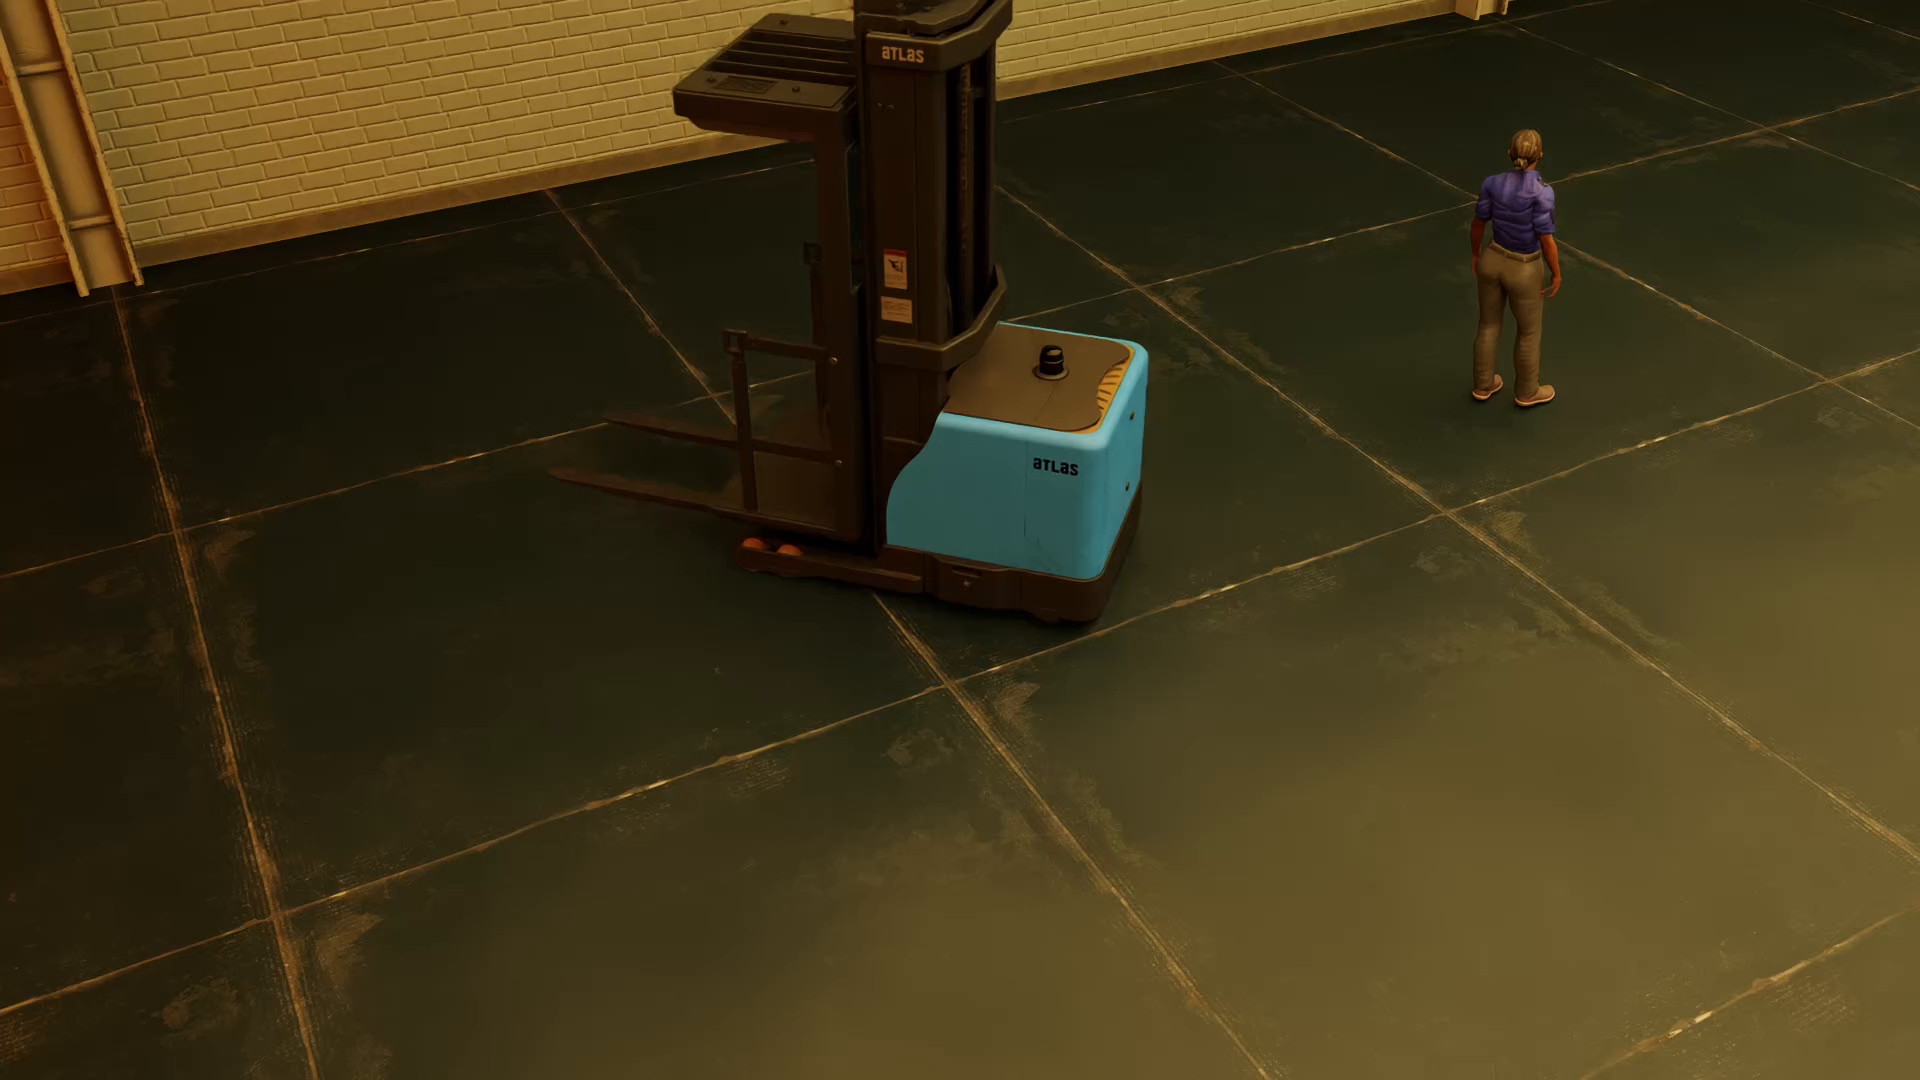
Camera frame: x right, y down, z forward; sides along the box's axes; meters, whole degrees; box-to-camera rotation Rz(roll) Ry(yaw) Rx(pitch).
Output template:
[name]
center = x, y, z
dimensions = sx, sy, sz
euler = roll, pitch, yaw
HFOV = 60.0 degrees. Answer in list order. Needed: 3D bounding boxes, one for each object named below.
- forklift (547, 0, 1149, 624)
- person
[forklift]
center = -0.635, -1.283, 7.938
dimensions = 3.031, 2.935, 1.130
euler = 10, 37, 14
[person]
center = 3.169, -1.544, 9.401
dimensions = 0.504, 1.654, 0.569
euler = -30, 45, -35
